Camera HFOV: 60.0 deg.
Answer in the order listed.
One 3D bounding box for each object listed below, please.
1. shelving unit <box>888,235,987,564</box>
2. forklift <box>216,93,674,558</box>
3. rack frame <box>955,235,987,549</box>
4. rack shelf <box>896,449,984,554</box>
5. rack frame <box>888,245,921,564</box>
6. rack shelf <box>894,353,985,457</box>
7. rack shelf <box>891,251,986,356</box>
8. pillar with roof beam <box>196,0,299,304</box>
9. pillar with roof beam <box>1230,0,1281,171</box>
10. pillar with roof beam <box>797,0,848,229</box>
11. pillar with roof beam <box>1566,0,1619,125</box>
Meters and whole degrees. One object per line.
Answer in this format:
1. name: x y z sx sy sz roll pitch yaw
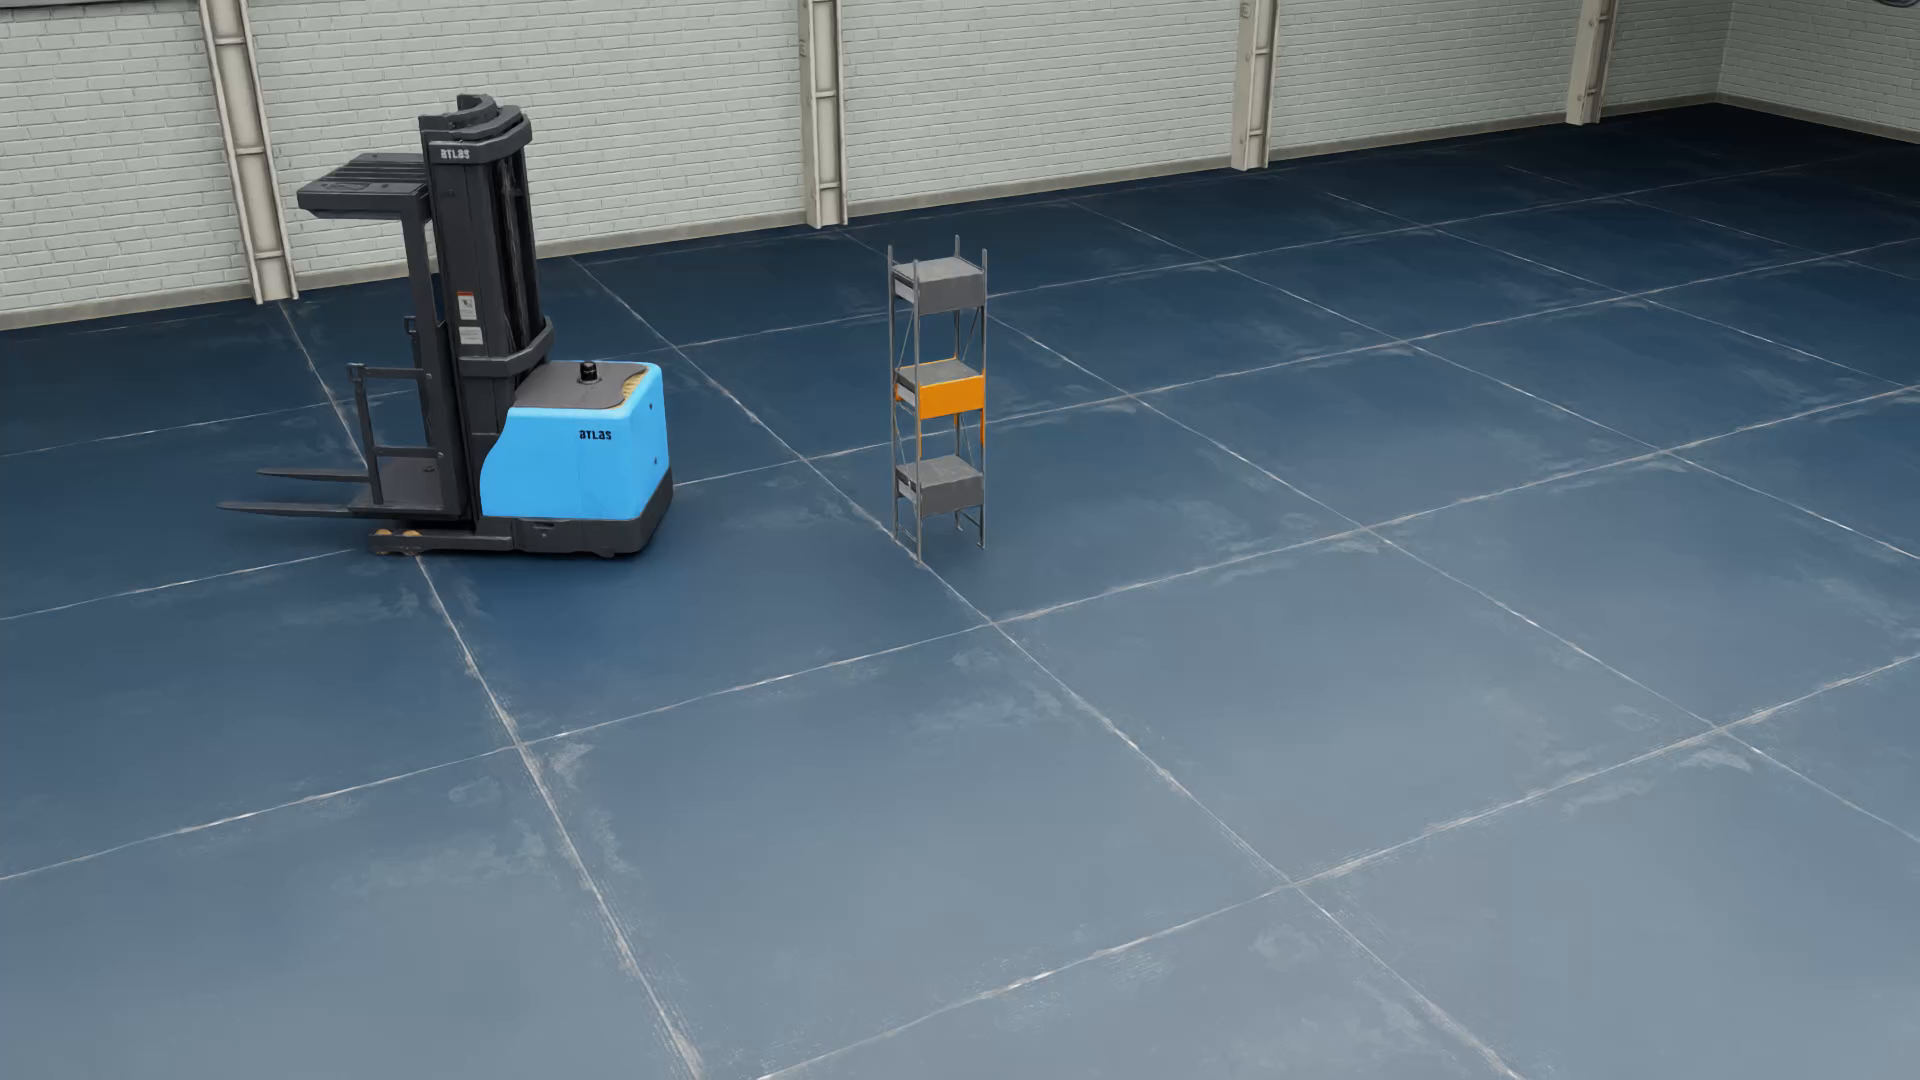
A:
1. shelving unit: -0.146 -0.913 11.027 0.503 2.100 0.431 -13 29 -25
2. forklift: -3.620 -1.443 11.171 3.031 2.935 1.130 2 26 4
3. rack frame: 0.069 -0.963 11.131 0.015 2.100 0.400 -13 29 -25
4. rack shelf: -0.146 -0.270 11.336 0.480 0.518 0.431 -13 29 -25
5. rack frame: -0.361 -0.863 10.924 0.015 2.100 0.400 -13 29 -25
6. rack shelf: -0.146 -0.901 11.033 0.480 0.518 0.431 -13 29 -25
7. rack shelf: -0.146 -1.532 10.730 0.480 0.518 0.431 -13 29 -25
8. pillar with roof beam: -4.800 -4.833 11.221 0.400 9.000 9.100 -13 29 -25
9. pillar with roof beam: 5.788 -7.277 16.312 0.400 9.000 9.100 -13 29 -25
10. pillar with roof beam: 0.494 -6.055 13.767 0.400 9.000 9.100 -13 29 -25
11. pillar with roof beam: 11.082 -8.499 18.857 0.400 9.000 9.100 -13 29 -25
